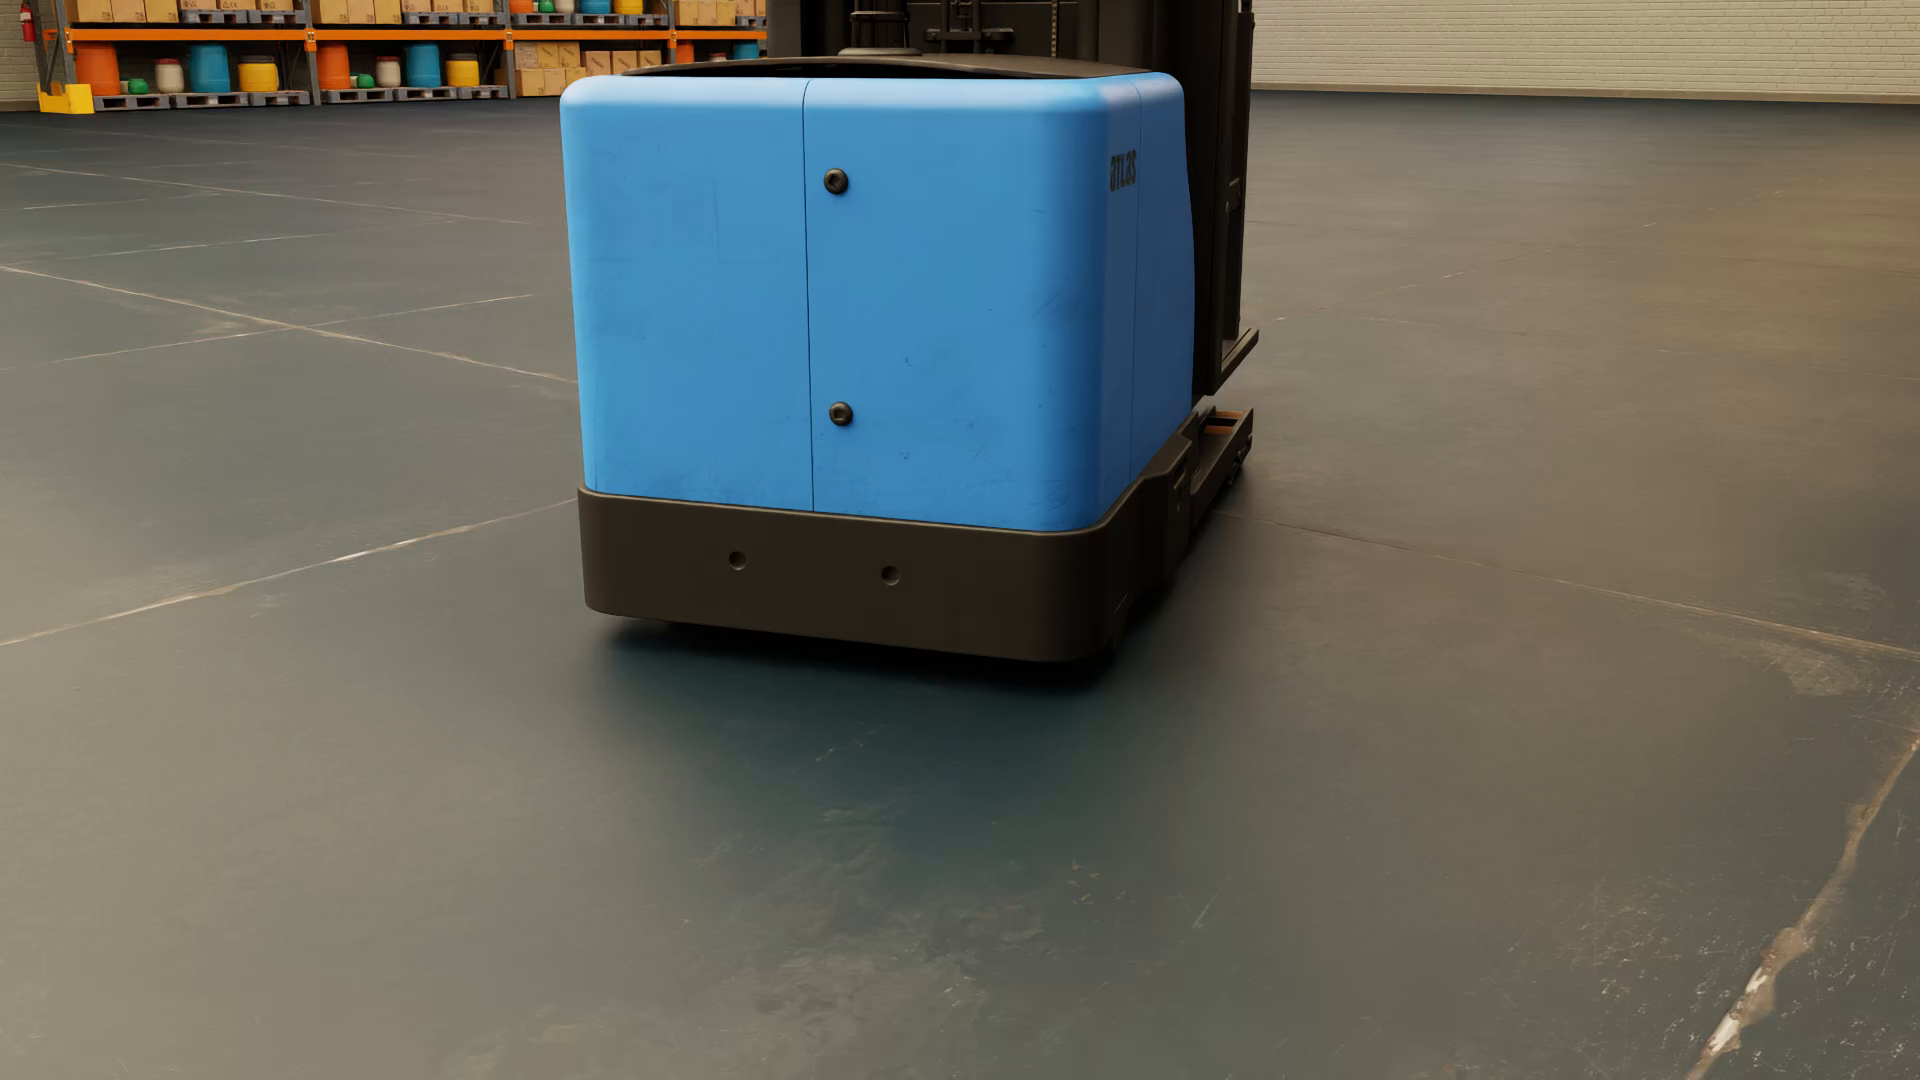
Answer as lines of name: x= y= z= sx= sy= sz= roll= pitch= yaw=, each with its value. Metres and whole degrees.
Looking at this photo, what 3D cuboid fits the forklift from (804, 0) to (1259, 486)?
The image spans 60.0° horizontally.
forklift: x=0.186 y=-1.571 z=4.071 sx=1.121 sy=2.935 sz=3.031 roll=5 pitch=18 yaw=17
